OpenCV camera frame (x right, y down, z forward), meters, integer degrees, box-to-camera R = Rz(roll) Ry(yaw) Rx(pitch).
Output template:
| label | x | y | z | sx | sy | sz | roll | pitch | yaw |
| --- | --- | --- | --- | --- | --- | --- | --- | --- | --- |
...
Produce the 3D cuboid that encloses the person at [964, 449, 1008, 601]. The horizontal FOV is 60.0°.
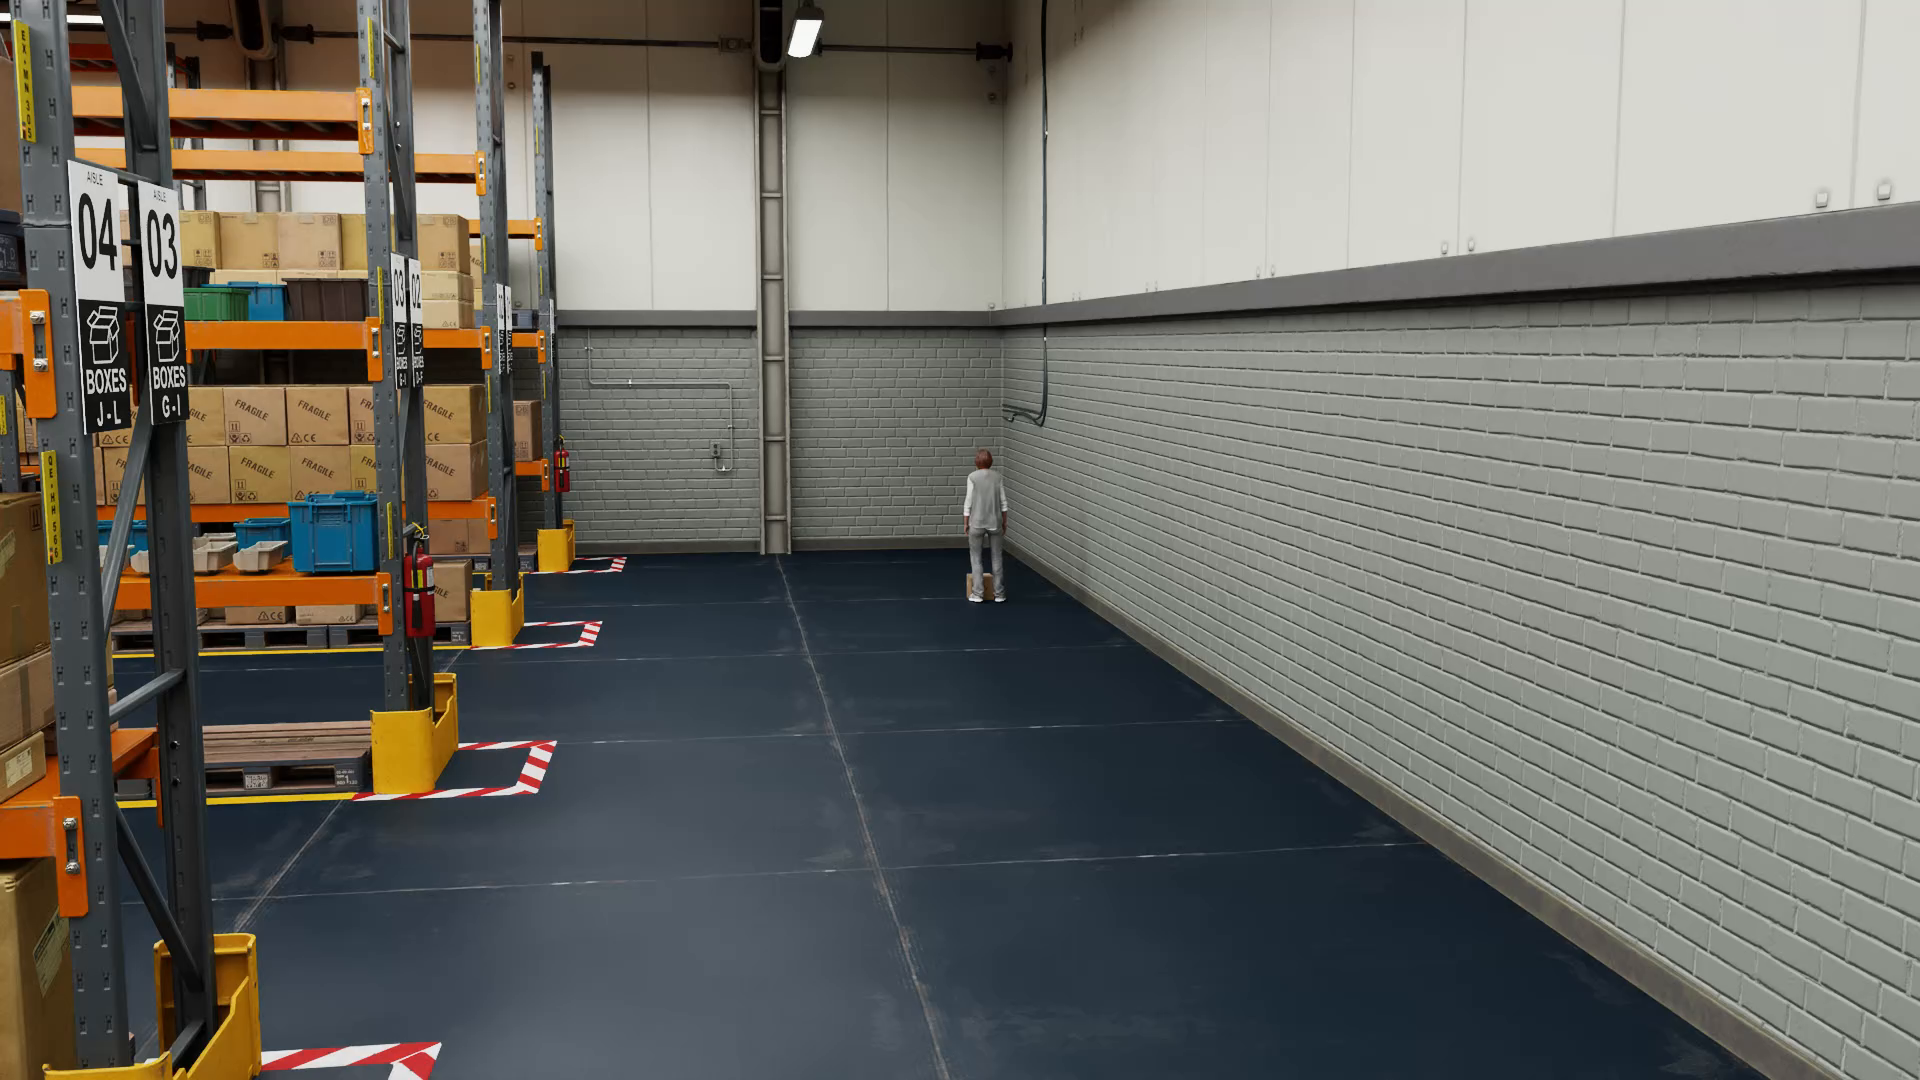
| label | x | y | z | sx | sy | sz | roll | pitch | yaw |
| --- | --- | --- | --- | --- | --- | --- | --- | --- | --- |
| person | 0.264 | -0.145 | 17.272 | 0.459 | 1.591 | 0.369 | -1 | 7 | -9 |
